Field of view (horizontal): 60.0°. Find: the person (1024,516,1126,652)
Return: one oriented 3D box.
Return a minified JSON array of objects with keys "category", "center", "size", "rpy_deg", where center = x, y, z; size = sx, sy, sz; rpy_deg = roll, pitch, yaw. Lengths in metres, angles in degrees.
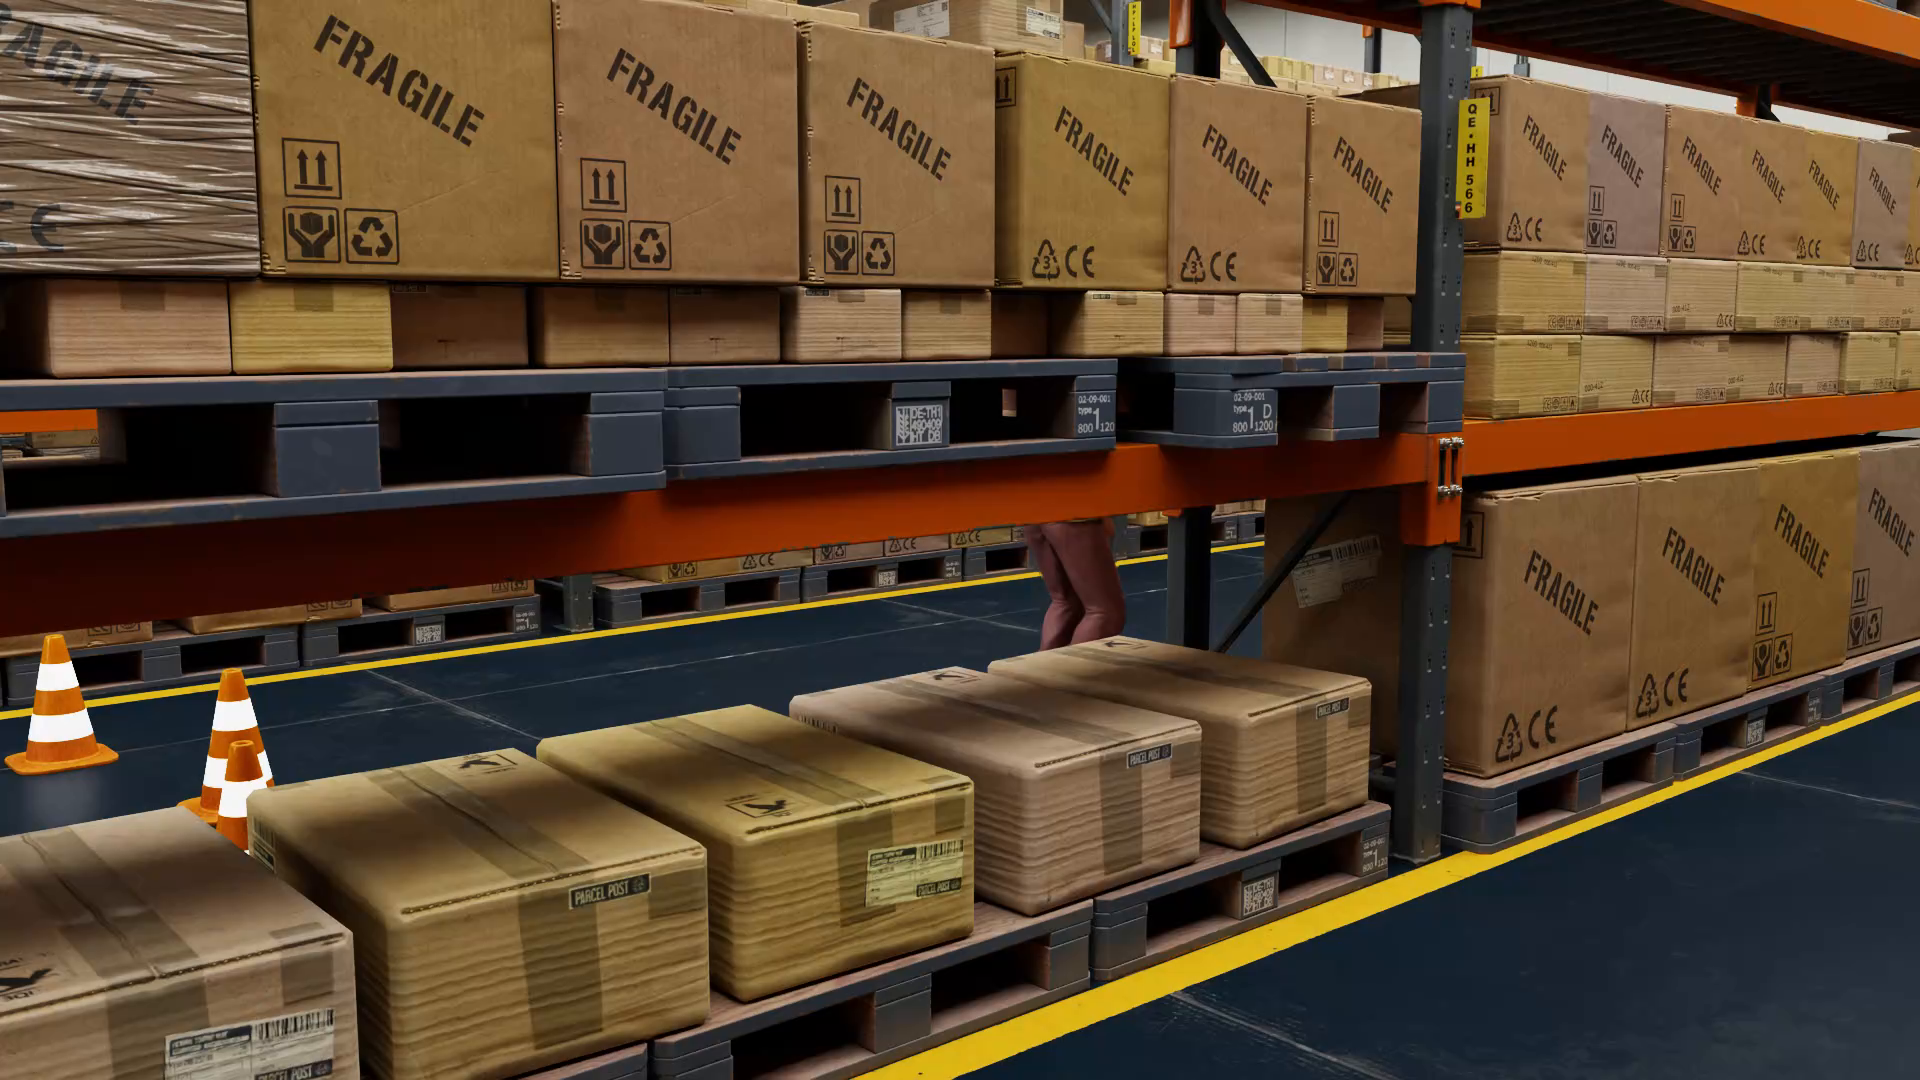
[{"category":"person","center":[0.437,-0.072,6.558],"size":[0.388,1.627,0.470],"rpy_deg":[-4,9,-30]}]
